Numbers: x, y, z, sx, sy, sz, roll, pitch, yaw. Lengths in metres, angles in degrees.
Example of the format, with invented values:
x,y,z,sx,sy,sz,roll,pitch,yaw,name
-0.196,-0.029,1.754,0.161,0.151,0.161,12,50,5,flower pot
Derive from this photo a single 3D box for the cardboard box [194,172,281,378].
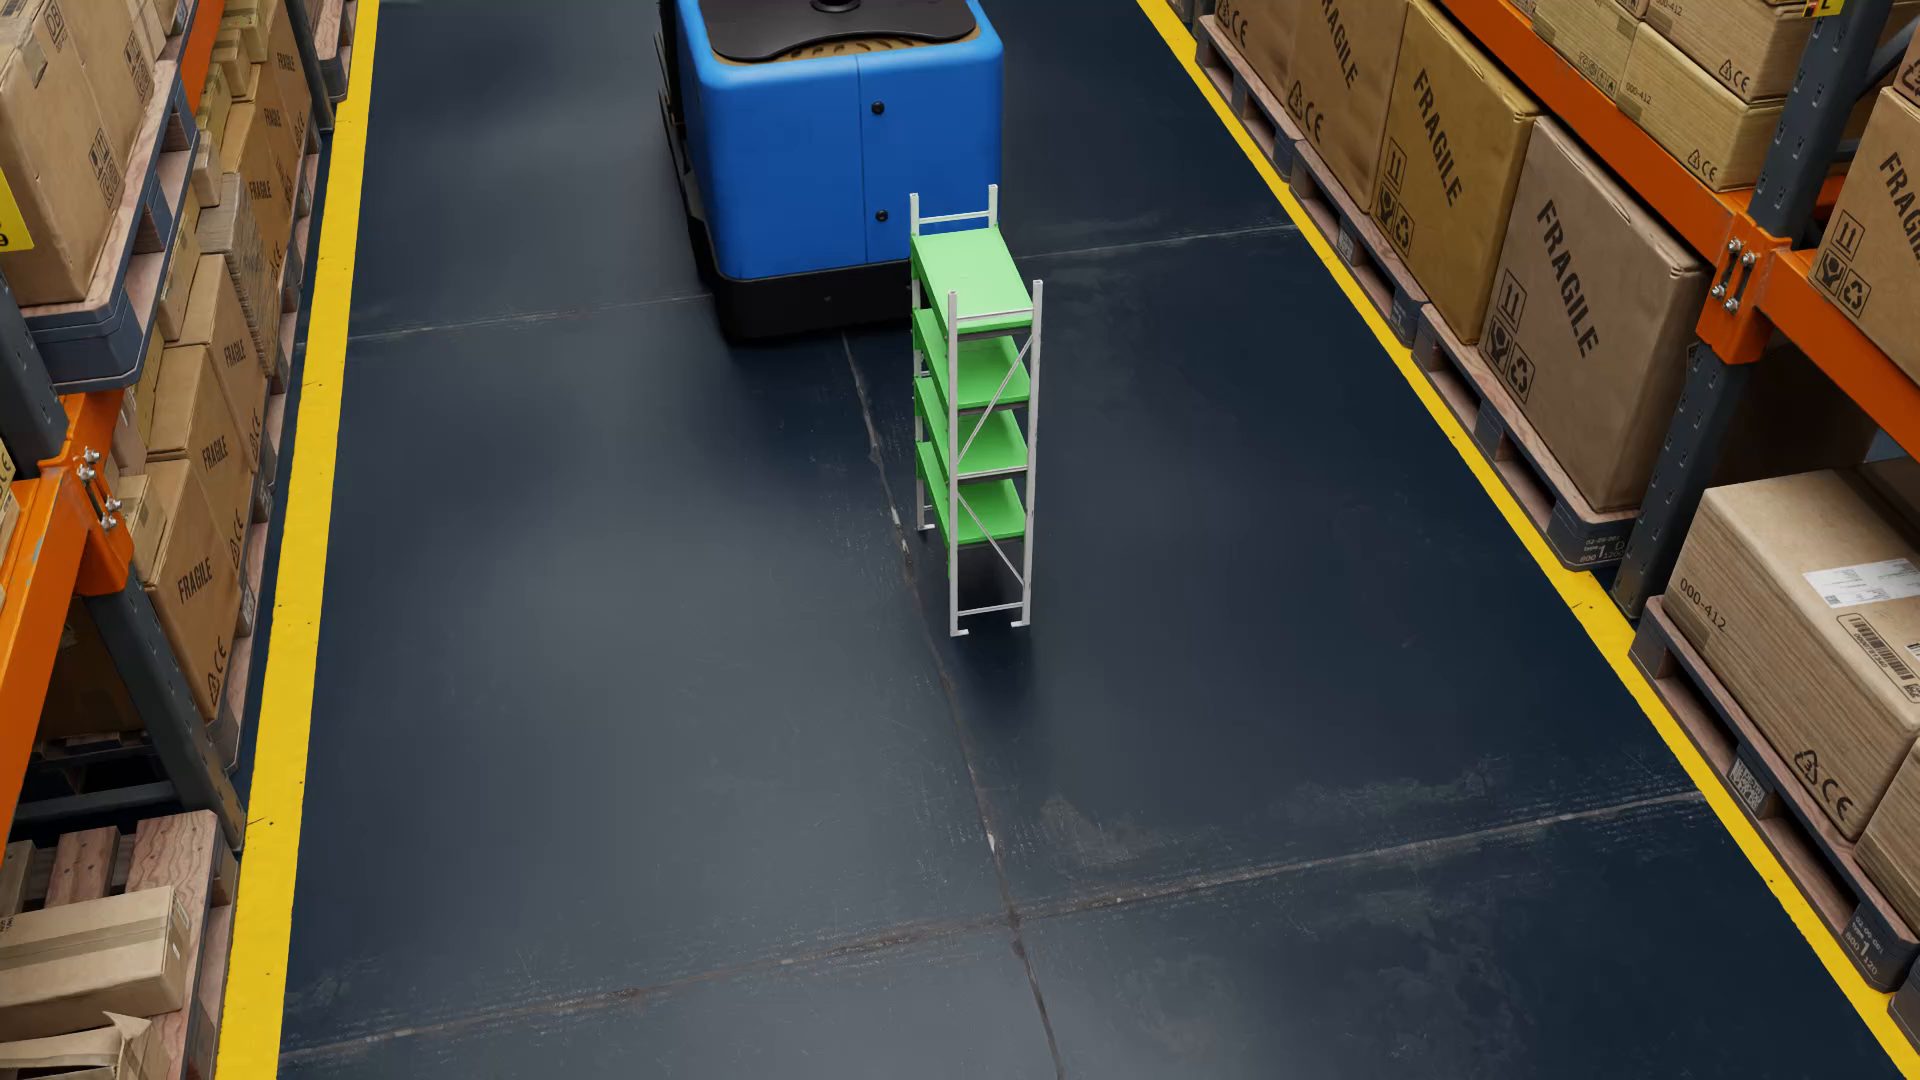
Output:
x,y,z,sx,sy,sz,roll,pitch,yaw,name
-2.588,-0.847,5.511,0.500,0.500,0.500,-10,43,-11,cardboard box

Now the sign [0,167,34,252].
x,y,z,sx,sy,sz,roll,pitch,yaw,name
-1.841,-0.680,3.105,0.100,0.325,0.005,-8,42,-9,sign

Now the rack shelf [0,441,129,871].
x,y,z,sx,sy,sz,roll,pitch,yaw,name
-1.938,1.292,2.077,1.077,0.370,4.000,-8,42,-9,rack shelf

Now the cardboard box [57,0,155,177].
x,y,z,sx,sy,sz,roll,pitch,yaw,name
-2.367,-1.150,3.894,0.700,0.500,0.500,-8,42,-9,cardboard box

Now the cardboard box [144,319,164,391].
x,y,z,sx,sy,sz,roll,pitch,yaw,name
-2.462,-0.518,4.652,0.380,0.149,0.250,-9,42,-10,cardboard box

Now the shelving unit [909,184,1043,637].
x,y,z,sx,sy,sz,roll,pitch,yaw,name
0.036,-0.341,4.731,0.258,1.200,0.503,-8,42,-9,shelving unit

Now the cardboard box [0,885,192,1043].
x,y,z,sx,sy,sz,roll,pitch,yaw,name
-1.963,0.954,3.747,0.380,0.149,0.250,-10,42,-11,cardboard box

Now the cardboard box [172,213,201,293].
x,y,z,sx,sy,sz,roll,pitch,yaw,name
-2.530,-0.847,5.022,0.380,0.149,0.250,-7,42,-8,cardboard box

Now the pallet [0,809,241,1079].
x,y,z,sx,sy,sz,roll,pitch,yaw,name
-2.222,1.214,3.723,1.003,0.211,1.213,-8,42,-9,pallet

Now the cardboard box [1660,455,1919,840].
x,y,z,sx,sy,sz,roll,pitch,yaw,name
2.507,0.236,4.338,0.875,0.438,0.875,-9,42,-10,cardboard box

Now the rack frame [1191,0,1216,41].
x,y,z,sx,sy,sz,roll,pitch,yaw,name
1.613,-3.580,7.024,1.000,3.000,0.127,-8,42,-9,rack frame

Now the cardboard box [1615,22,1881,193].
x,y,z,sx,sy,sz,roll,pitch,yaw,name
2.133,-1.186,4.440,0.500,0.250,0.500,-9,42,-10,cardboard box

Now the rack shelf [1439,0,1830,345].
x,y,z,sx,sy,sz,roll,pitch,yaw,name
2.045,-2.015,5.802,1.077,0.370,4.000,-8,42,-9,rack shelf

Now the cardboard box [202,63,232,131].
x,y,z,sx,sy,sz,roll,pitch,yaw,name
-2.764,-1.521,5.781,0.380,0.149,0.250,-7,42,-8,cardboard box

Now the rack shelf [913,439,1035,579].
x,y,z,sx,sy,sz,roll,pitch,yaw,name
0.036,-0.114,4.933,0.258,0.148,0.480,-8,42,-9,rack shelf

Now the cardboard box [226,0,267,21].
x,y,z,sx,sy,sz,roll,pitch,yaw,name
-2.879,-2.048,6.375,0.380,0.149,0.250,-10,43,-11,cardboard box

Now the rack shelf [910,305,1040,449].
x,y,z,sx,sy,sz,roll,pitch,yaw,name
0.036,-0.473,4.614,0.258,0.148,0.480,-8,42,-9,rack shelf

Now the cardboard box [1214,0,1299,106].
x,y,z,sx,sy,sz,roll,pitch,yaw,name
1.681,-2.483,7.072,0.875,0.875,0.875,-9,42,-10,cardboard box

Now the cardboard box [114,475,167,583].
x,y,z,sx,sy,sz,roll,pitch,yaw,name
-2.187,-0.009,4.079,0.380,0.149,0.250,-6,42,-7,cardboard box

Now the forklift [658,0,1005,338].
x,y,z,sx,sy,sz,roll,pitch,yaw,name
-0.686,-2.808,6.205,1.130,2.935,3.031,-9,42,-10,forklift

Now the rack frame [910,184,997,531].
x,y,z,sx,sy,sz,roll,pitch,yaw,name
-0.017,-0.500,4.909,0.240,1.200,0.015,-8,42,-9,rack frame

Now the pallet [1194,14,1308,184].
x,y,z,sx,sy,sz,roll,pitch,yaw,name
1.709,-2.016,7.362,1.003,0.211,1.213,-8,42,-9,pallet

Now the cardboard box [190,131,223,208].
x,y,z,sx,sy,sz,roll,pitch,yaw,name
-2.620,-1.184,5.403,0.380,0.149,0.250,-10,43,-11,cardboard box

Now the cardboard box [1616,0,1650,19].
x,y,z,sx,sy,sz,roll,pitch,yaw,name
2.029,-1.692,4.633,0.500,0.250,0.500,-7,42,-8,cardboard box

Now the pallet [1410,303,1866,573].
x,y,z,sx,sy,sz,roll,pitch,yaw,name
2.236,-0.434,5.580,1.003,0.211,1.213,-8,42,-9,pallet

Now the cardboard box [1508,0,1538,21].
x,y,z,sx,sy,sz,roll,pitch,yaw,name
1.934,-1.846,5.183,0.500,0.250,0.500,-9,42,-10,cardboard box

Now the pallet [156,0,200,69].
x,y,z,sx,sy,sz,roll,pitch,yaw,name
-2.809,-1.535,4.864,1.003,0.211,1.213,-8,42,-9,pallet

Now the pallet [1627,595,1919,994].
x,y,z,sx,sy,sz,roll,pitch,yaw,name
2.564,0.559,4.461,1.003,0.211,1.213,-8,42,-9,pallet

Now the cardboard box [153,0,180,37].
x,y,z,sx,sy,sz,roll,pitch,yaw,name
-2.537,-1.658,4.467,0.700,0.500,0.500,-9,42,-10,cardboard box

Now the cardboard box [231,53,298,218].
x,y,z,sx,sy,sz,roll,pitch,yaw,name
-2.834,-1.520,6.269,0.500,0.500,0.500,-9,42,-10,cardboard box

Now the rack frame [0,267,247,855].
x,y,z,sx,sy,sz,roll,pitch,yaw,name
-2.370,-0.274,3.299,1.000,3.000,0.127,-8,42,-9,rack frame

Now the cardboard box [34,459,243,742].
x,y,z,sx,sy,sz,roll,pitch,yaw,name
-2.254,0.158,4.379,0.500,0.500,0.500,-7,42,-7,cardboard box
